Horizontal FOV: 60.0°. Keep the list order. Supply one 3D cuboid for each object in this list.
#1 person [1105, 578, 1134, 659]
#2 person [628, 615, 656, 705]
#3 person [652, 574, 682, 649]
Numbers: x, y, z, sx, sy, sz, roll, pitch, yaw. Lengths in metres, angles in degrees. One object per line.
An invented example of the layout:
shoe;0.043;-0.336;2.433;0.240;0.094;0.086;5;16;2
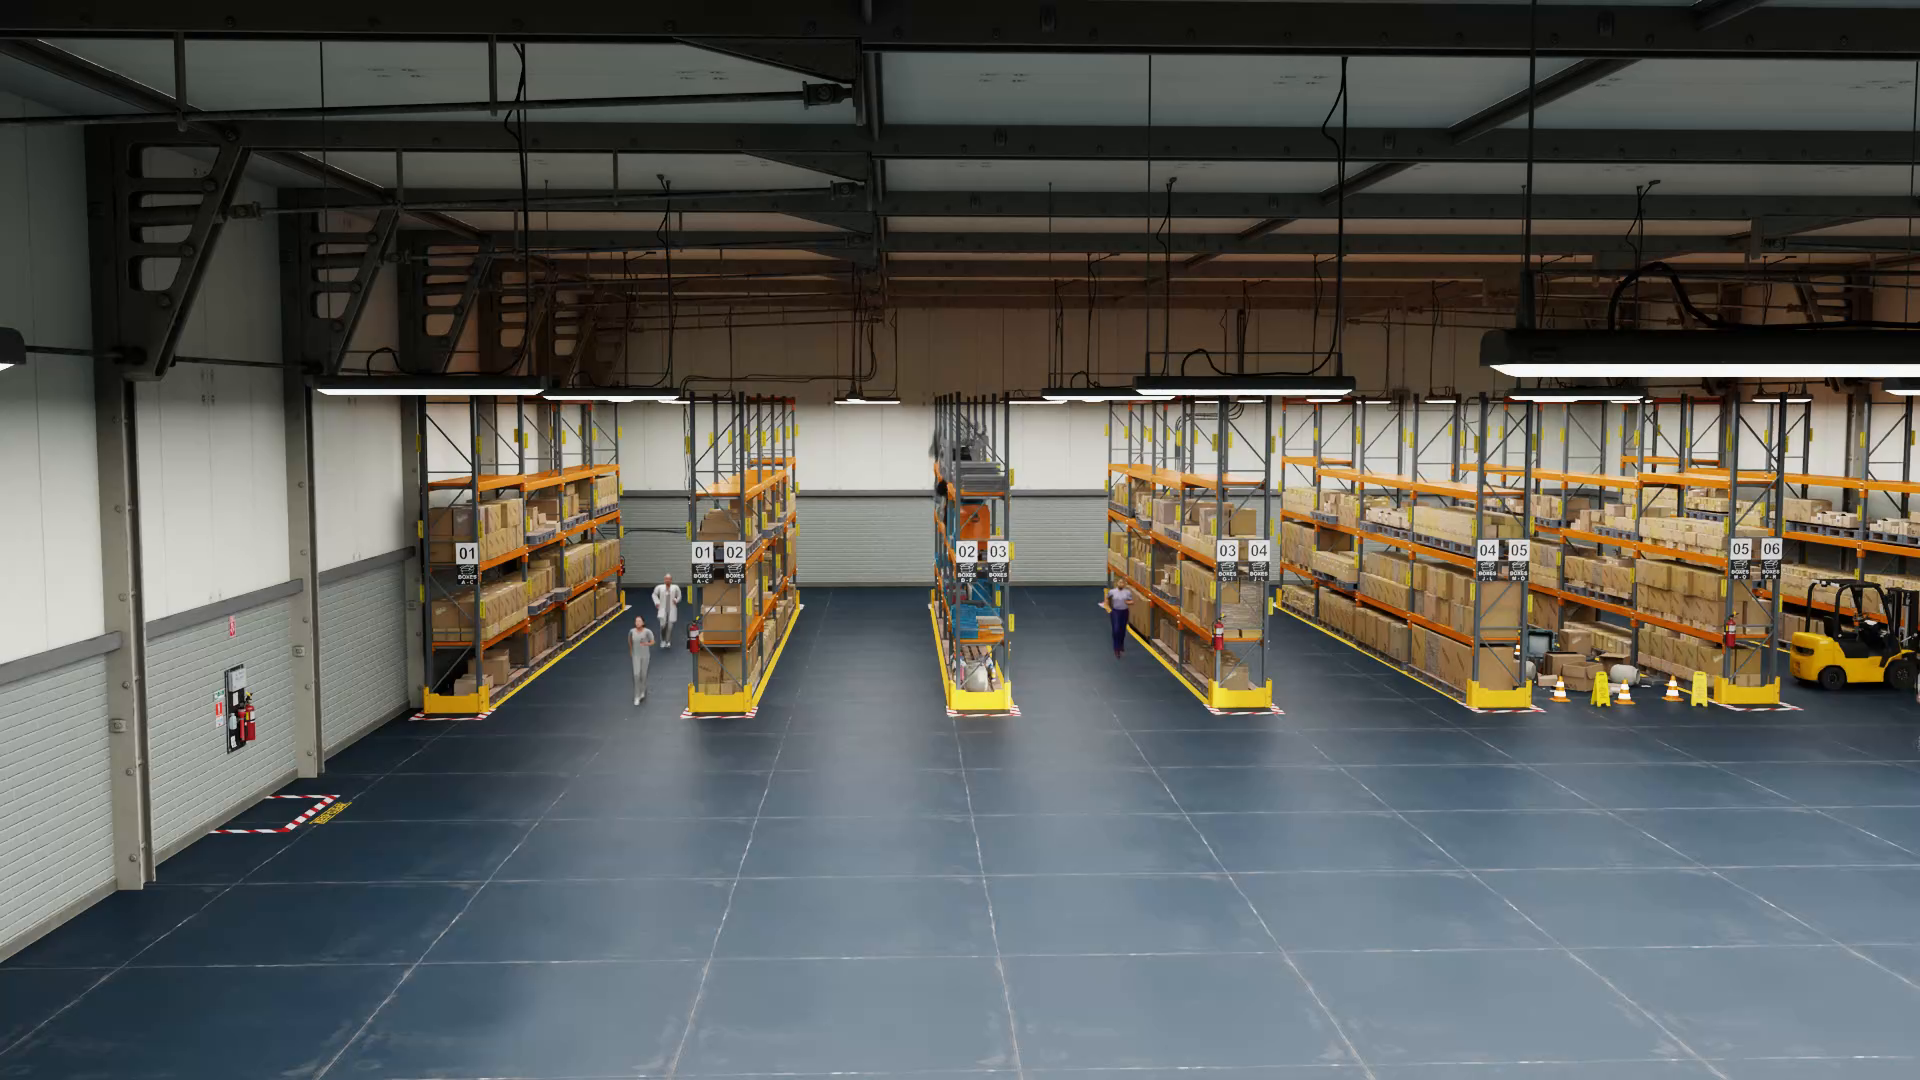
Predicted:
person;3.512;1.693;36.476;0.582;1.733;0.719;-1;5;-8
person;-6.173;2.312;32.275;0.541;1.725;0.793;-1;5;-6
person;-6.915;1.701;39.296;0.680;1.777;0.745;-1;5;-12
